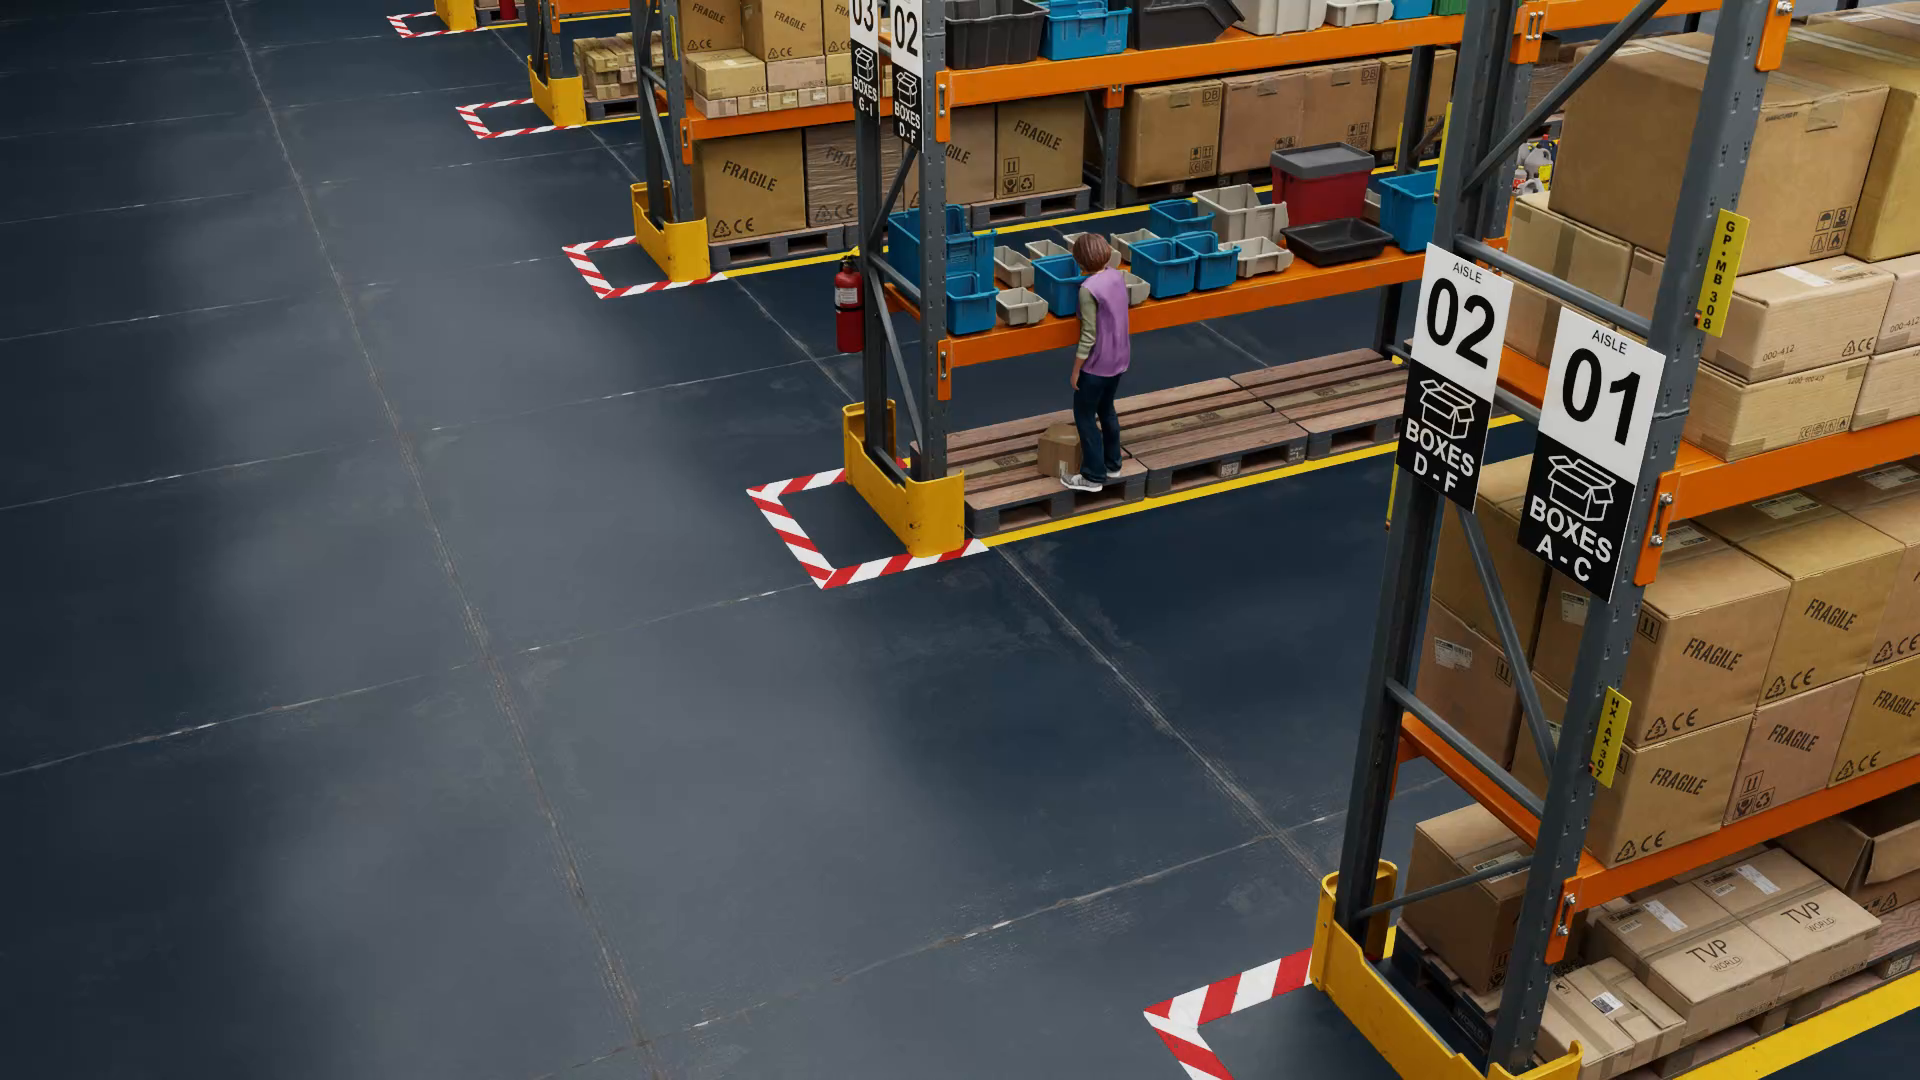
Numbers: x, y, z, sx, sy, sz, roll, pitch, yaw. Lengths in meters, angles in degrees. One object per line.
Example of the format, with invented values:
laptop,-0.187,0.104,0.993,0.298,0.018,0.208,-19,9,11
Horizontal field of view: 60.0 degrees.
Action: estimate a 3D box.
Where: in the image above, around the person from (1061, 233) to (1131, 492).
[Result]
person,0.819,-1.044,9.853,0.350,1.592,0.474,20,35,31
